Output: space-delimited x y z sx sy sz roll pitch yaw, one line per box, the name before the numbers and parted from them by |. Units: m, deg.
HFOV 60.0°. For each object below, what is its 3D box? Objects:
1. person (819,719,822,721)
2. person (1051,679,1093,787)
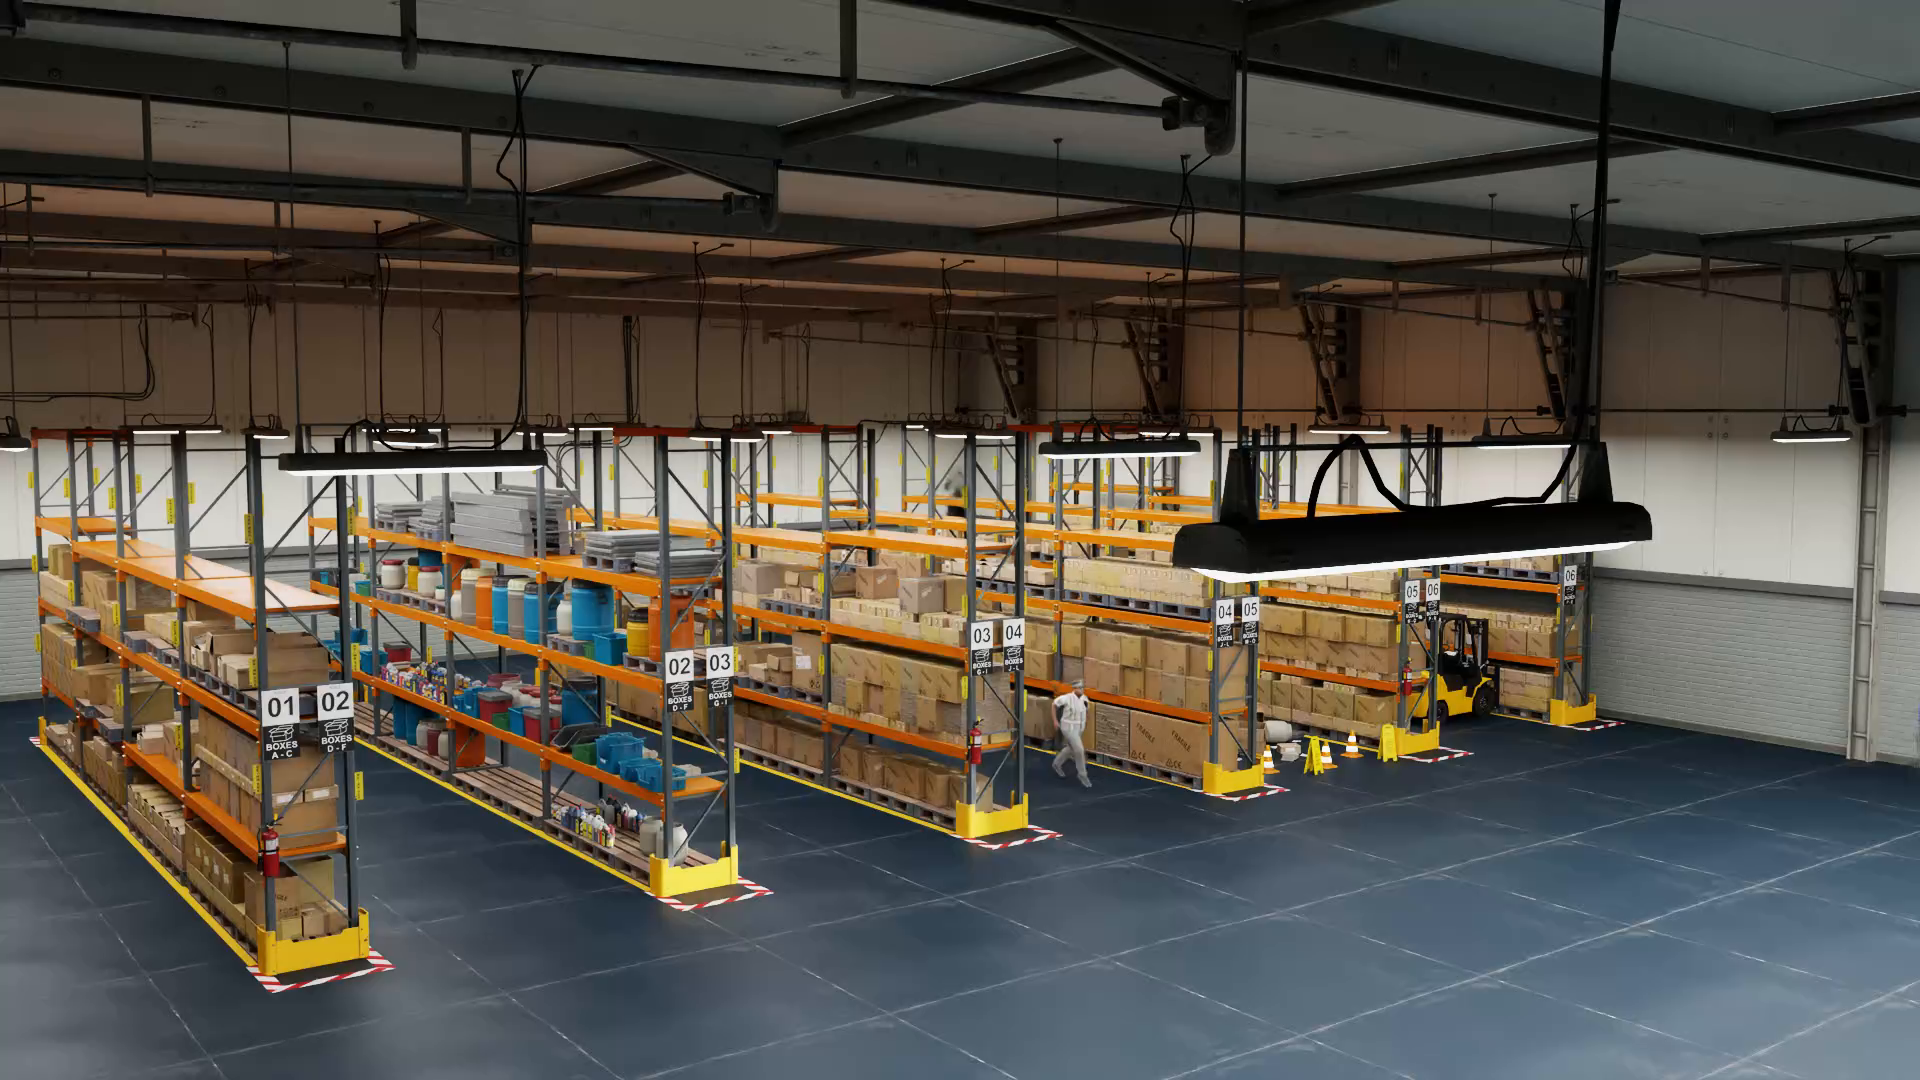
person | -2.534 2.831 33.349 0.873 1.812 0.613 4 6 41
person | 1.905 3.242 28.251 0.688 1.831 0.937 -4 6 -43
